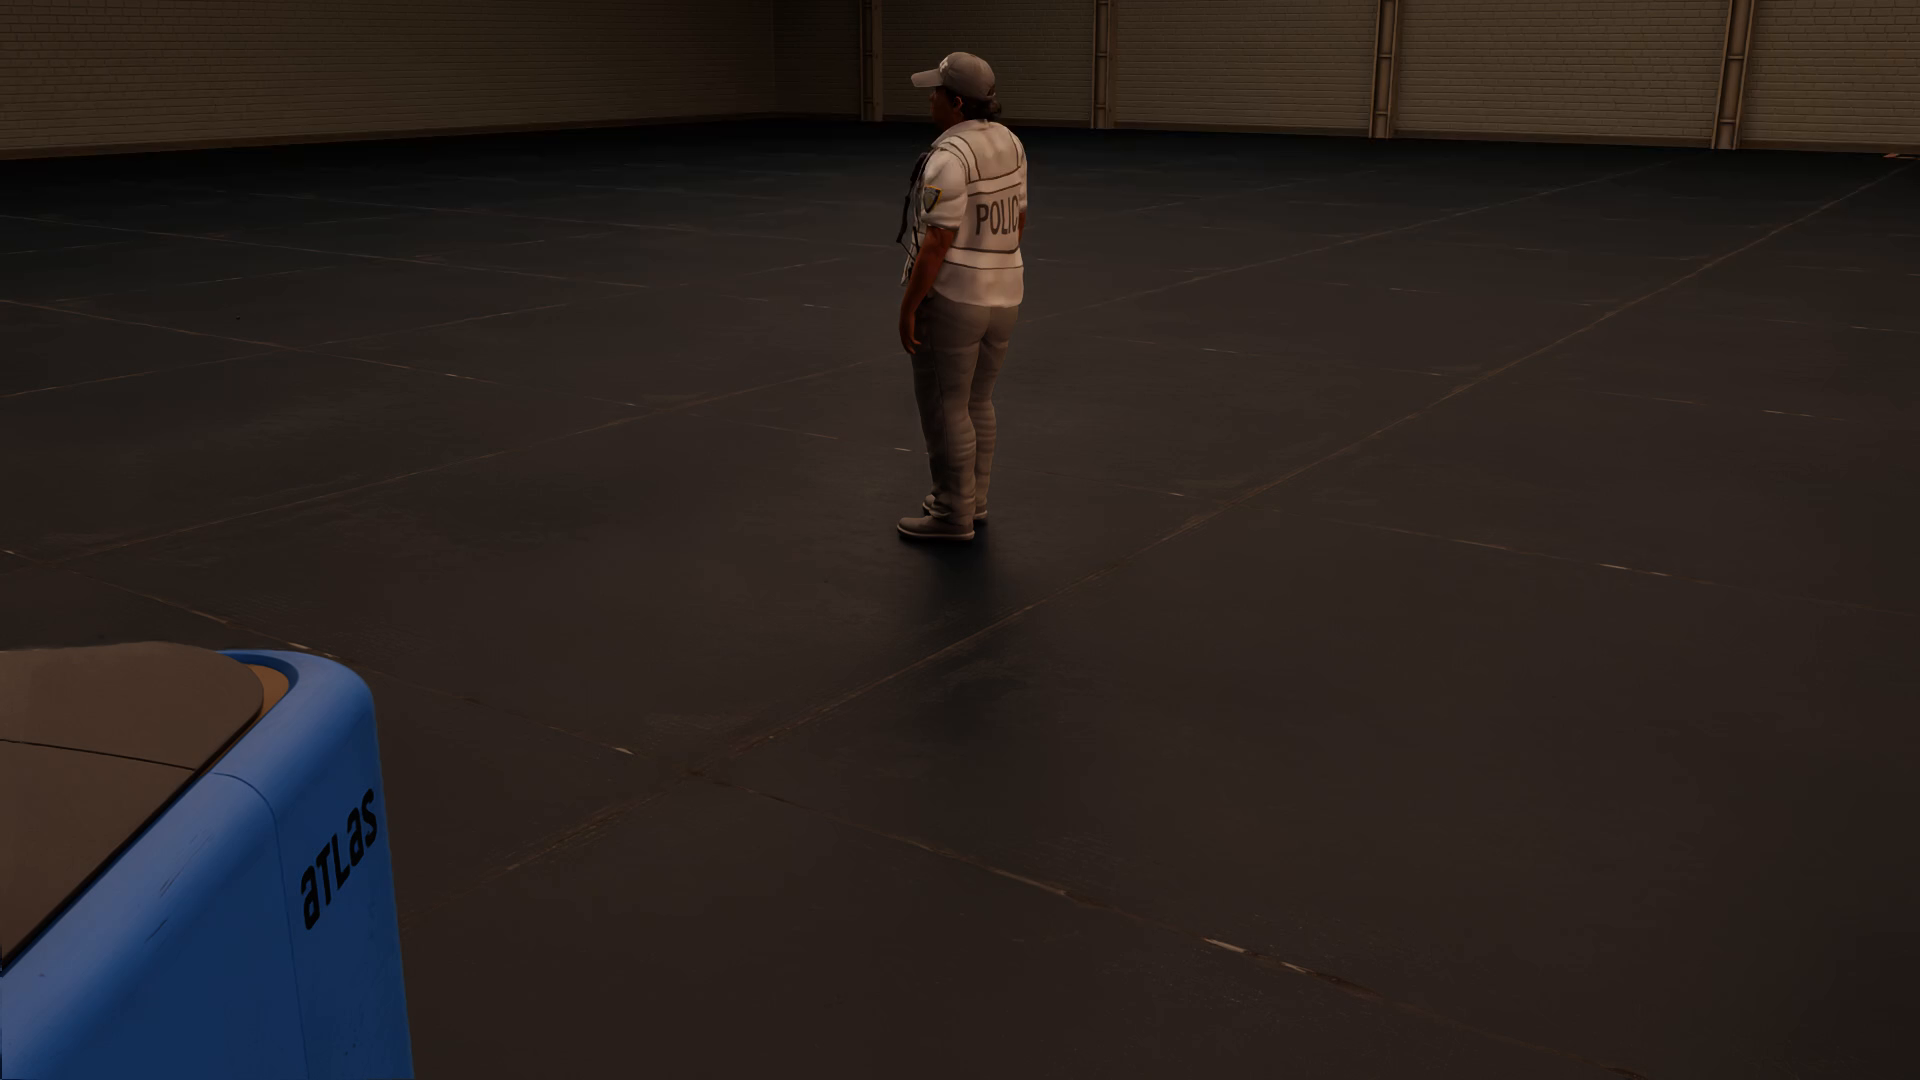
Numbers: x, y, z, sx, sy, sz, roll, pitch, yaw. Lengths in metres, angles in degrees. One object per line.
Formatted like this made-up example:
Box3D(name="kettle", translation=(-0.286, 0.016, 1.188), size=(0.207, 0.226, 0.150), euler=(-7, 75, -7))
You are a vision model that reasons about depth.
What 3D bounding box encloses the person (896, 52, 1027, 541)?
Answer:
Box3D(name="person", translation=(-0.050, -0.823, 5.768), size=(0.529, 1.670, 0.598), euler=(11, 20, 33))
